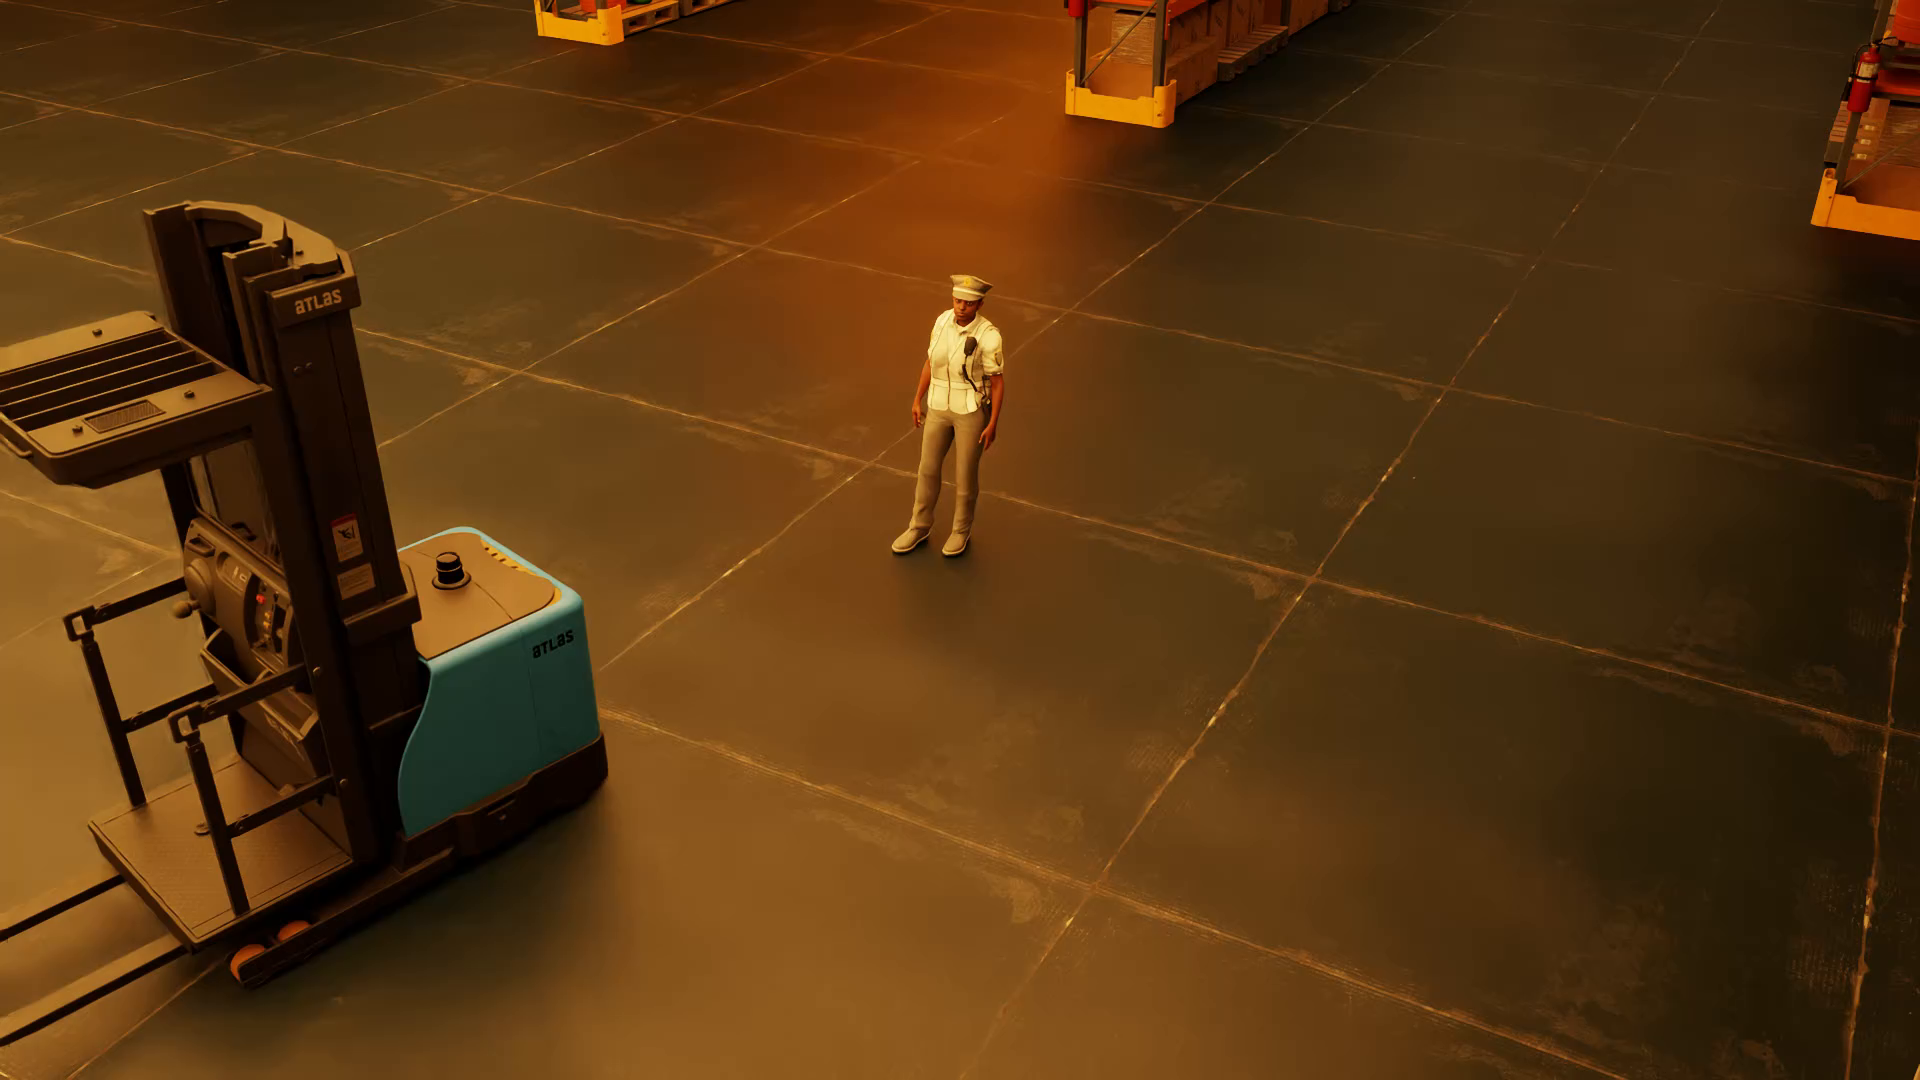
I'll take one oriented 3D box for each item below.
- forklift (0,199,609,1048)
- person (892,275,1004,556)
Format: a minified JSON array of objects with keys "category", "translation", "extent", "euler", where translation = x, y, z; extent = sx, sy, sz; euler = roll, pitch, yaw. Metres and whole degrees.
[{"category":"forklift","translation":[-3.063,0.269,6.604],"extent":[1.130,2.935,3.031],"euler":[26,39,37]},{"category":"person","translation":[-0.054,-0.711,9.528],"extent":[0.569,1.692,0.530],"euler":[15,33,25]}]
